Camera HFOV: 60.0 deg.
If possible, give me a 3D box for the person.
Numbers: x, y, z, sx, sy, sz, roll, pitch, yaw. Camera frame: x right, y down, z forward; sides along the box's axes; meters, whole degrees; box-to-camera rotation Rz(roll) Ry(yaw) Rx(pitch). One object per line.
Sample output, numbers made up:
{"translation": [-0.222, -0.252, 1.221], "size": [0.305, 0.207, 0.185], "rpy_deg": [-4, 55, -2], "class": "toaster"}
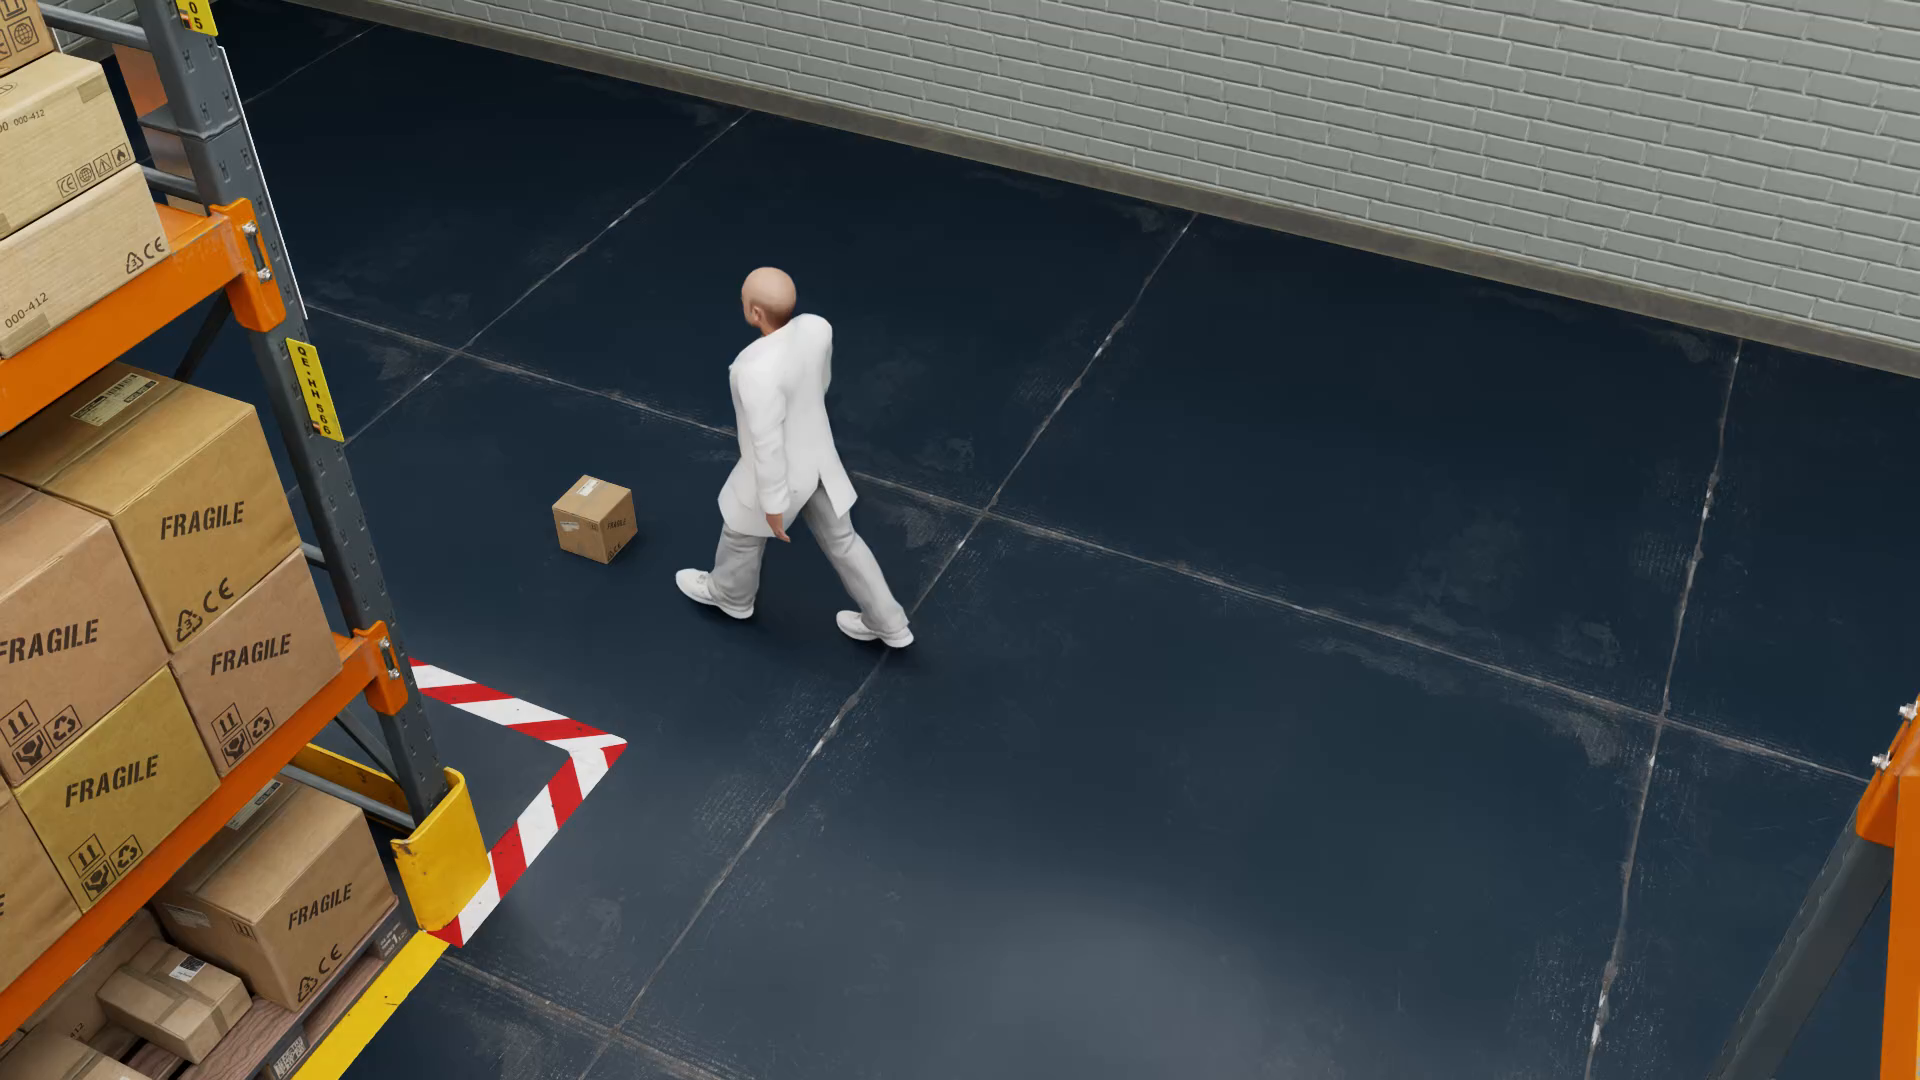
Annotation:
{"translation": [-0.726, -0.317, 6.533], "size": [1.070, 1.739, 0.593], "rpy_deg": [23, 46, 24], "class": "person"}
